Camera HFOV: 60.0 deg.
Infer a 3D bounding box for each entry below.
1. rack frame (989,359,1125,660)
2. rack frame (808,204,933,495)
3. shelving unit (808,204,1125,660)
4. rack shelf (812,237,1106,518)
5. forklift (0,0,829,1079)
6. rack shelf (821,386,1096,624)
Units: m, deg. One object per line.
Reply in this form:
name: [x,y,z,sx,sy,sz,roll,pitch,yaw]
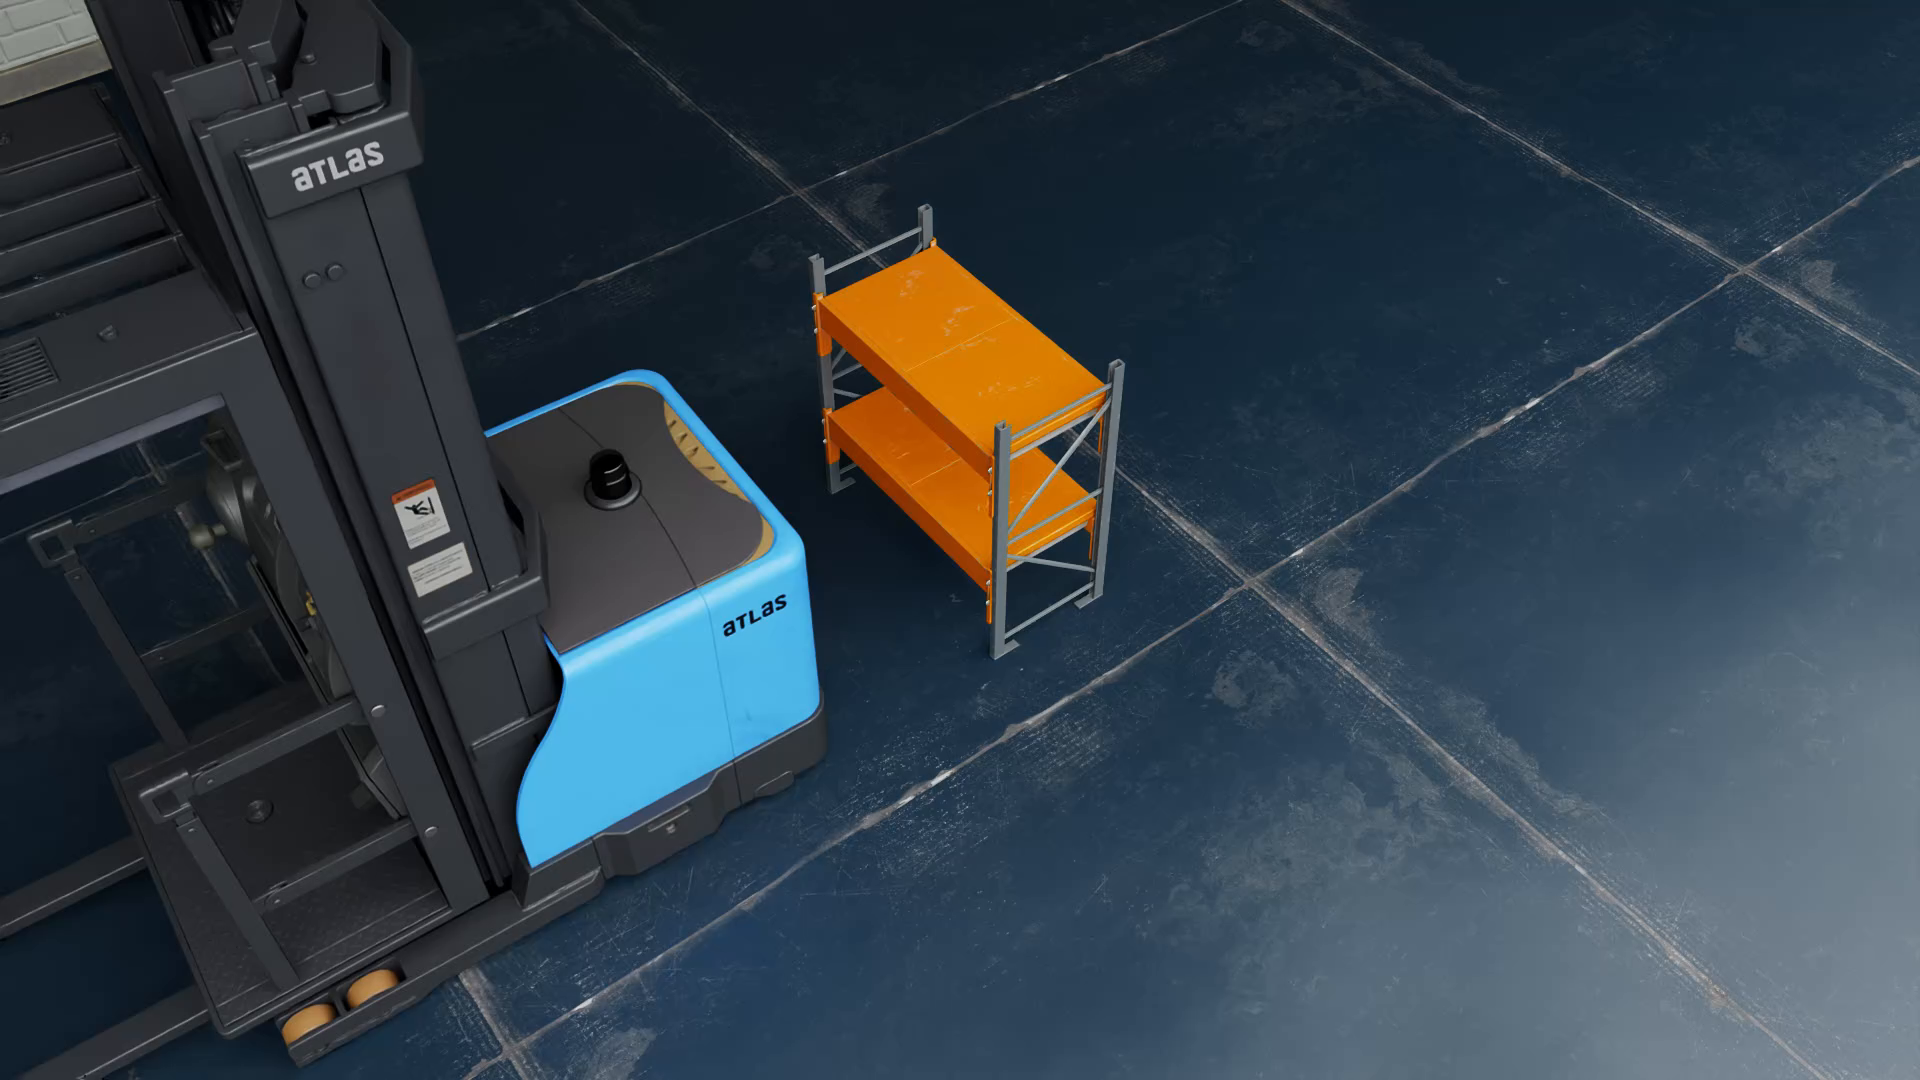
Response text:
rack frame: [0.312,-0.074,5.558,0.500,1.125,0.032,-29,54,-24]
rack frame: [-0.304,-0.674,6.101,0.500,1.125,0.032,-29,54,-24]
shelving unit: [0.004,-0.374,5.830,0.538,1.125,1.048,-29,54,-24]
rack shelf: [0.004,-0.570,5.613,0.538,0.278,1.000,-29,54,-24]
forklift: [-1.938,0.082,4.197,3.031,2.935,1.130,-27,53,-23]
rack shelf: [0.004,-0.210,6.011,0.538,0.278,1.000,-29,54,-24]
